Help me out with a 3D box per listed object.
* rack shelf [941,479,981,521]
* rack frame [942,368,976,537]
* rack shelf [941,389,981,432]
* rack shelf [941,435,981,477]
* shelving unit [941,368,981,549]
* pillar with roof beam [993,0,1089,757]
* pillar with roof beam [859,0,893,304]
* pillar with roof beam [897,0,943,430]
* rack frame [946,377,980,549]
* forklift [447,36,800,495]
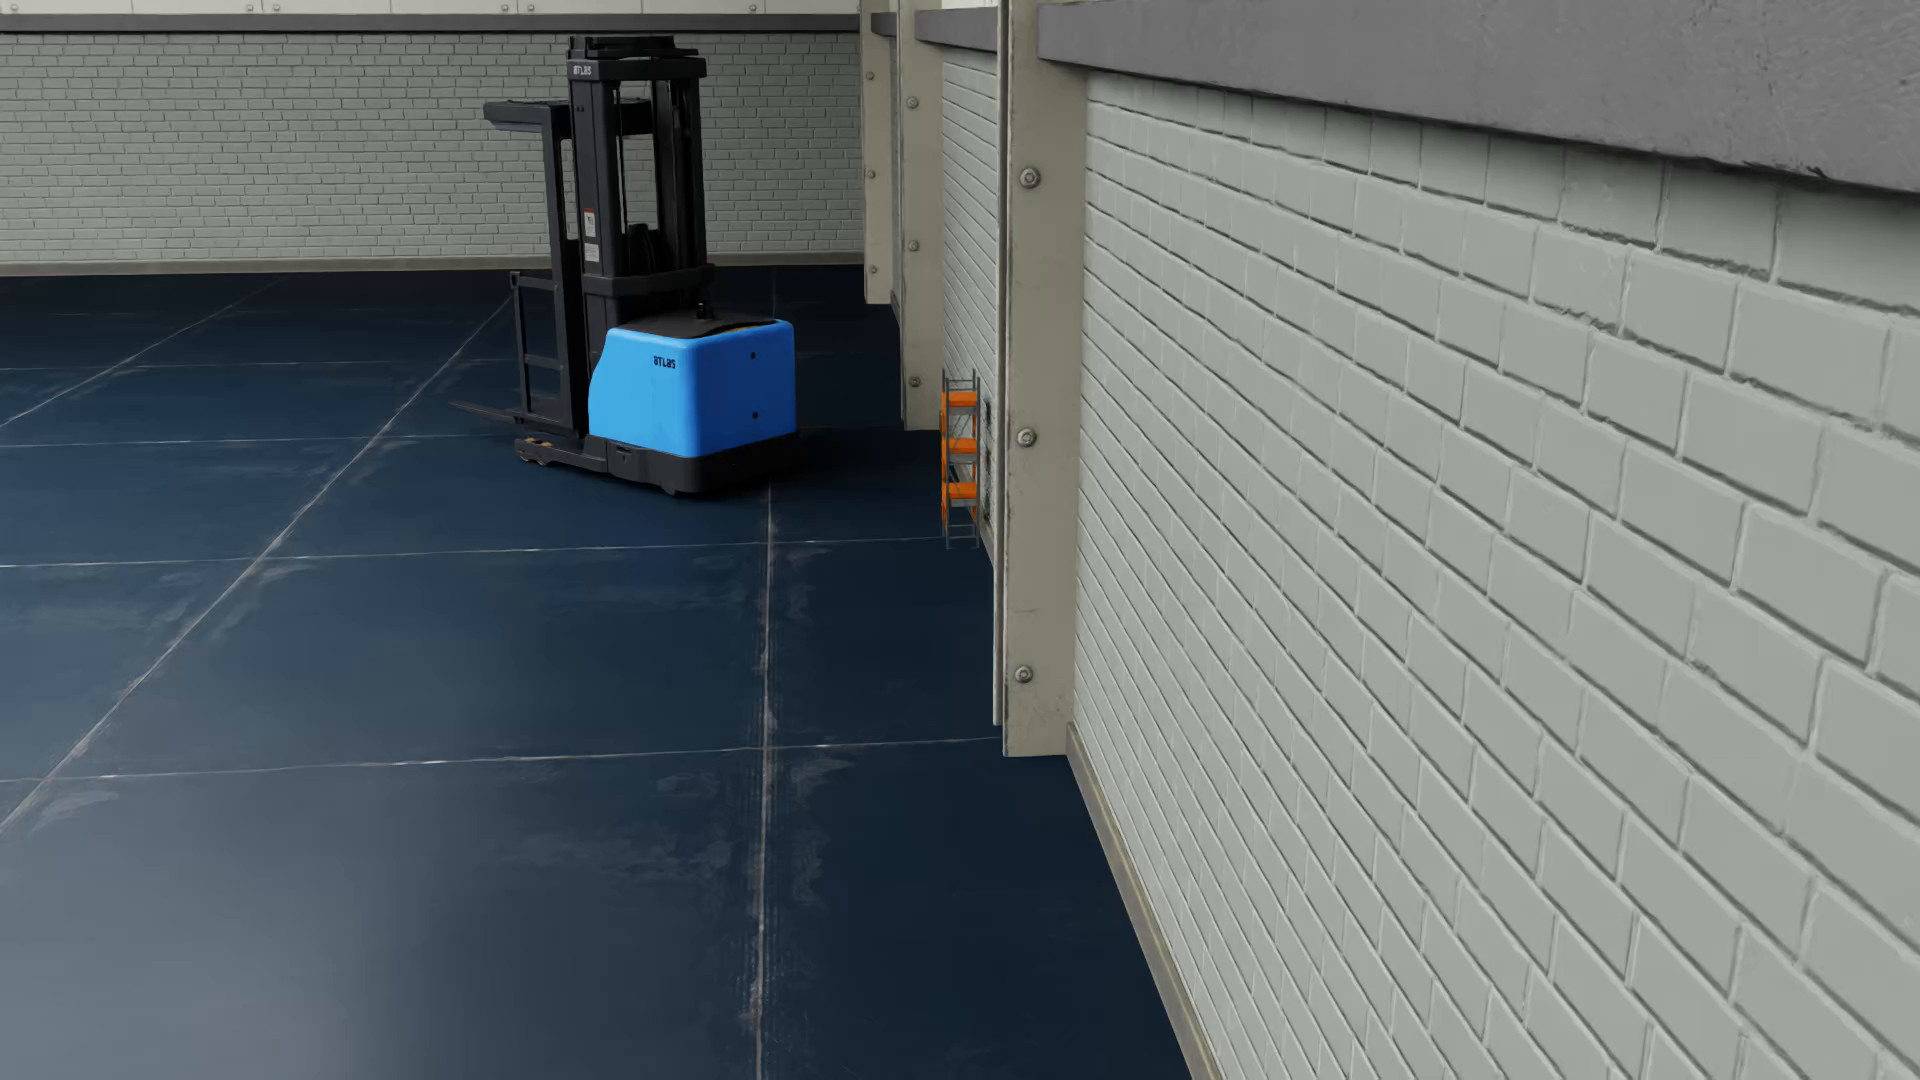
[{"bbox_3d":[0.006,-0.210,10.055,0.215,0.259,0.240,-2,18,-6],"label":"rack shelf"},{"bbox_3d":[-0.007,-0.521,10.085,0.200,1.050,0.008,-2,18,-6],"label":"rack frame"},{"bbox_3d":[0.005,-0.746,9.887,0.215,0.259,0.240,-2,18,-6],"label":"rack shelf"},{"bbox_3d":[0.006,-0.475,9.972,0.215,0.259,0.240,-2,18,-6],"label":"rack shelf"},{"bbox_3d":[0.006,-0.485,9.969,0.215,1.050,0.252,-2,18,-6],"label":"shelving unit"},{"bbox_3d":[-3.958,-3.286,5.621,9.100,9.000,0.400,-2,18,-6],"label":"pillar with roof beam"},{"bbox_3d":[-5.196,-6.861,17.009,9.100,9.000,0.400,-2,18,-6],"label":"pillar with roof beam"},{"bbox_3d":[-4.577,-5.074,11.315,9.100,9.000,0.400,-2,18,-6],"label":"pillar with roof beam"},{"bbox_3d":[0.018,-0.449,9.853,0.200,1.050,0.008,-2,18,-6],"label":"rack frame"},{"bbox_3d":[-2.577,-2.037,11.771,3.031,2.935,1.130,14,22,37],"label":"forklift"}]
